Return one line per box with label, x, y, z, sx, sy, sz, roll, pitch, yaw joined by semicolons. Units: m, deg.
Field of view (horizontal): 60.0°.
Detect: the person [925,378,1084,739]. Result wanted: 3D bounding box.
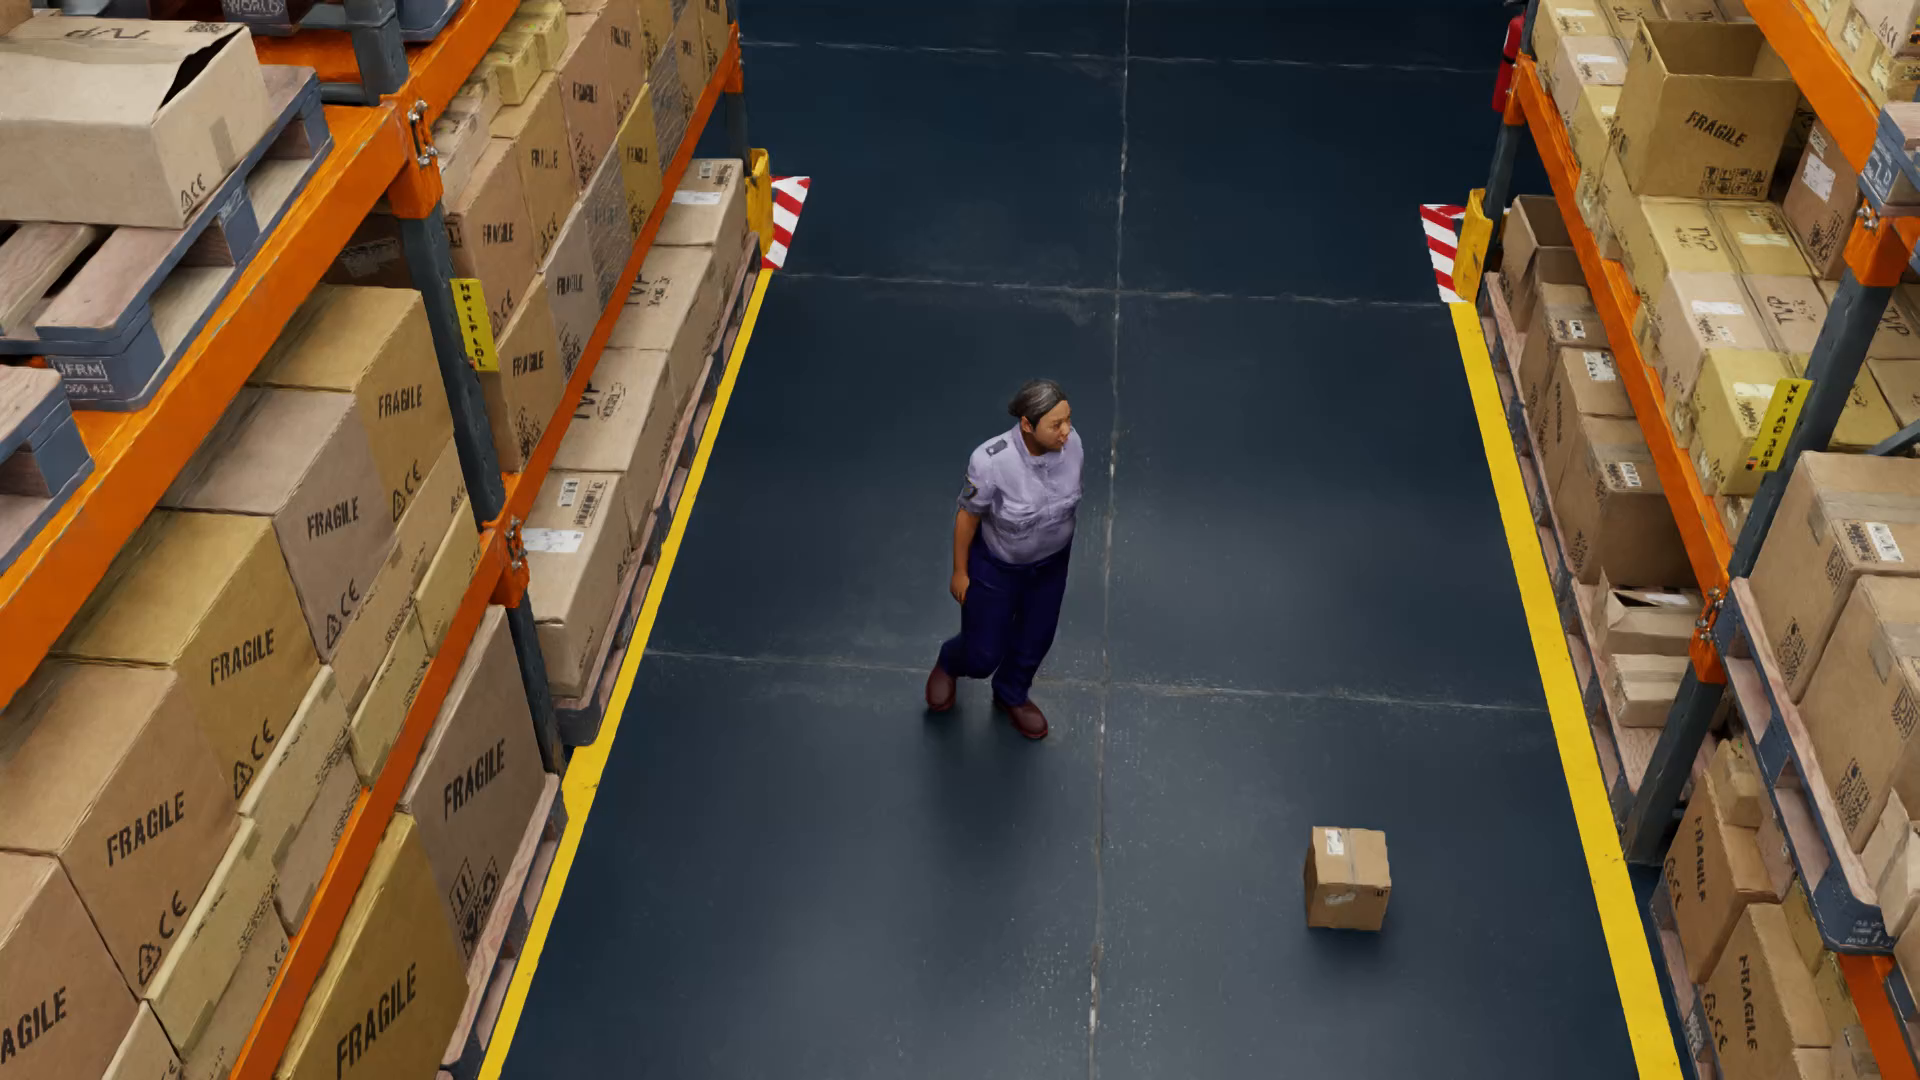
person;0.158;0.048;6.111;0.556;1.640;0.530;-21;44;-23
